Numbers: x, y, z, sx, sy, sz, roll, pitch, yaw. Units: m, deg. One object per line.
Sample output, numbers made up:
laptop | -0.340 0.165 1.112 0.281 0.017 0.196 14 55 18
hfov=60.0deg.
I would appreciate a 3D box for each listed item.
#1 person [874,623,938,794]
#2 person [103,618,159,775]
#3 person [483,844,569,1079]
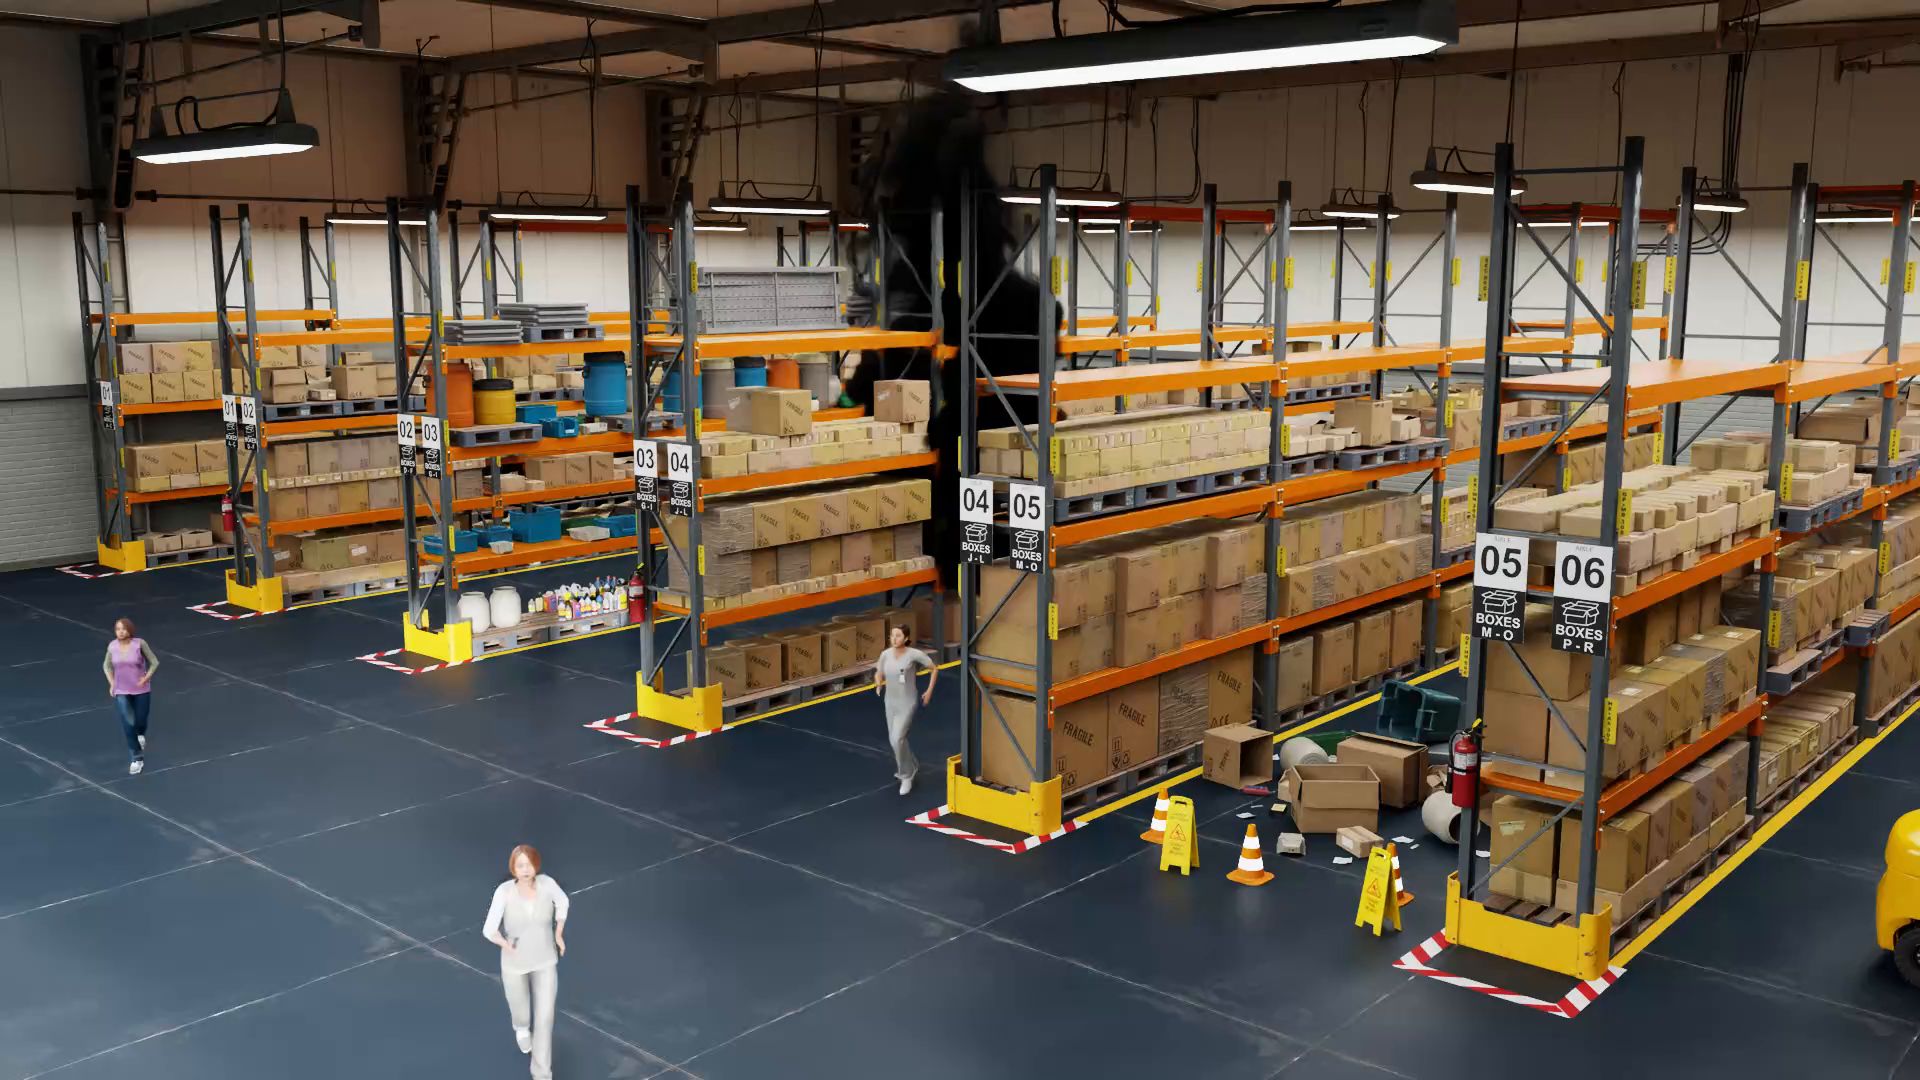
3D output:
person | -0.566 1.654 16.393 0.591 1.712 0.704 5 11 29
person | -8.540 1.582 17.167 0.534 1.567 0.669 -3 10 -18
person | -2.701 2.677 10.430 0.540 1.570 0.872 -3 10 -19
